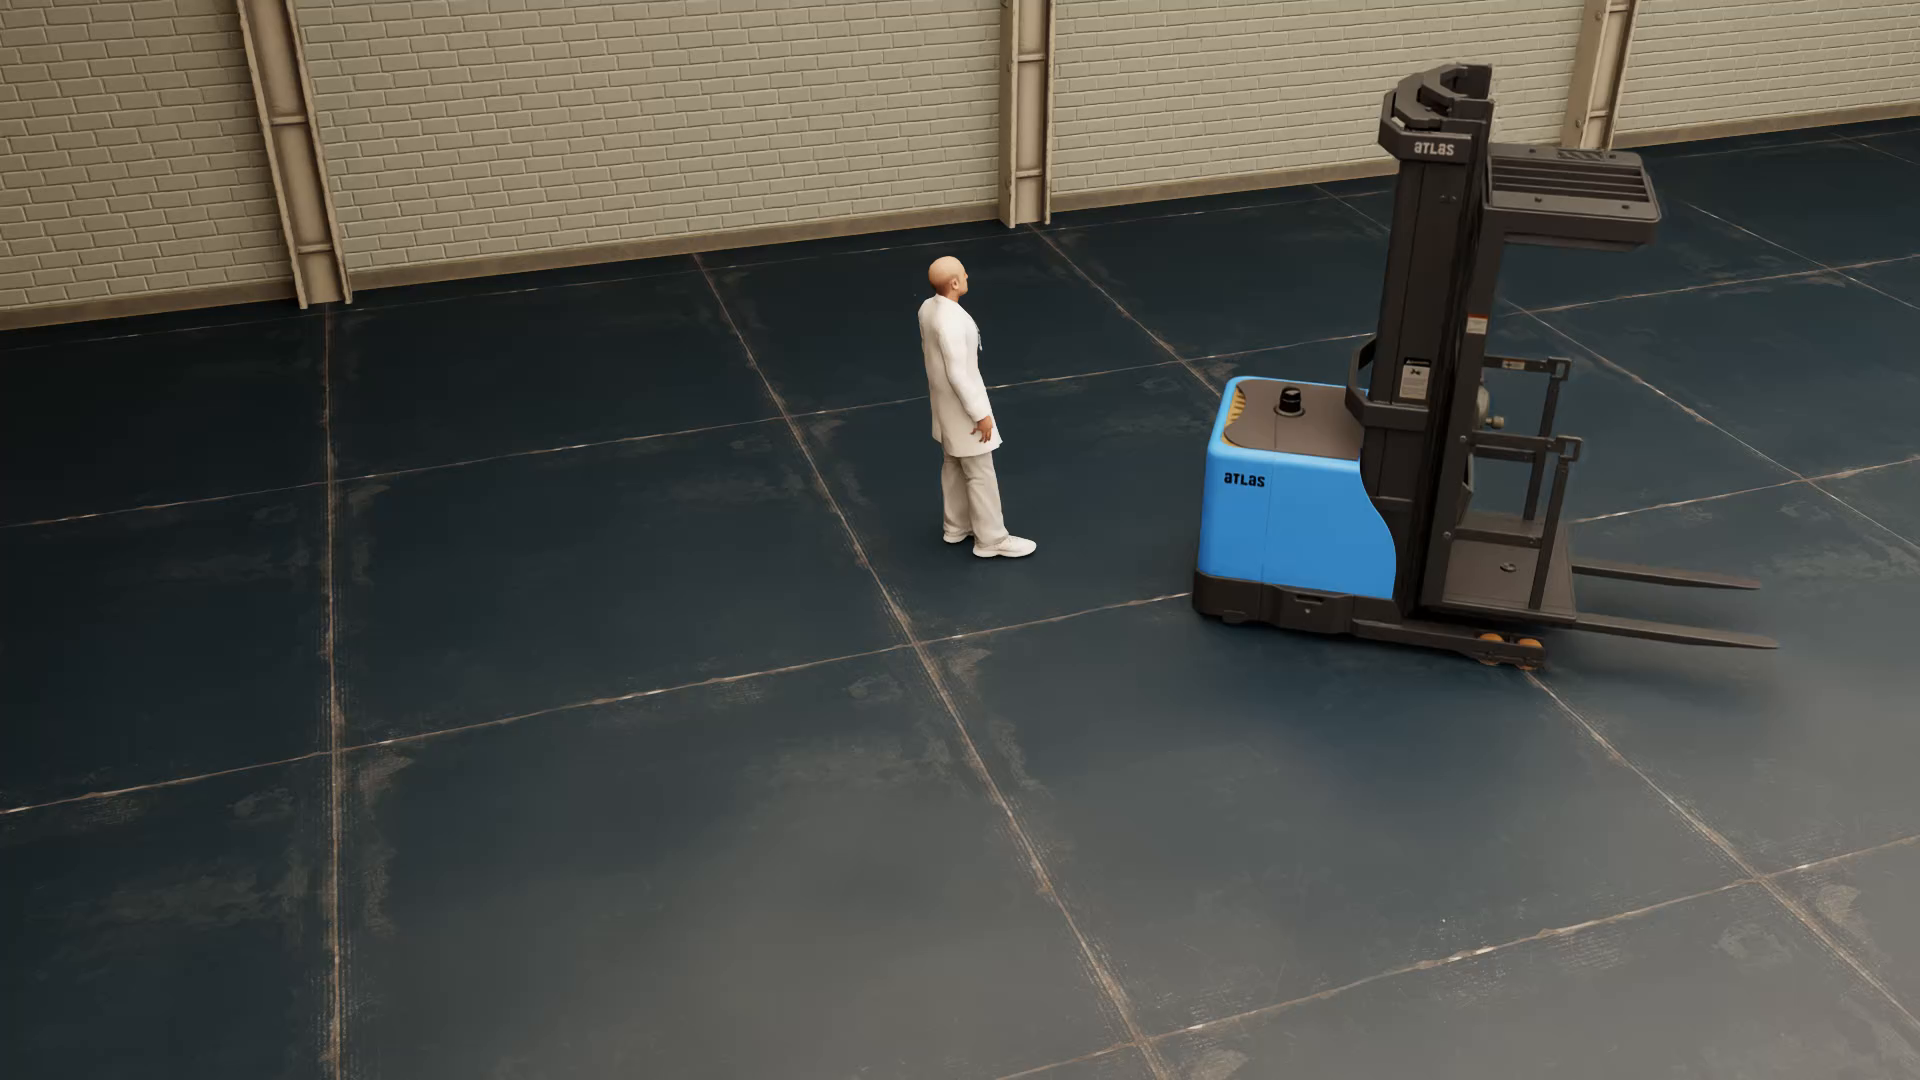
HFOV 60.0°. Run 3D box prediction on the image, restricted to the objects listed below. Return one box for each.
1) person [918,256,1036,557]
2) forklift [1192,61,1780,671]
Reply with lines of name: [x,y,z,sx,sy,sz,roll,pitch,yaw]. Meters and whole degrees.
person: [0.087,-0.789,9.600,0.581,1.775,0.696,-10,31,-16]
forklift: [2.868,-0.873,8.604,3.031,2.935,1.130,8,31,13]
